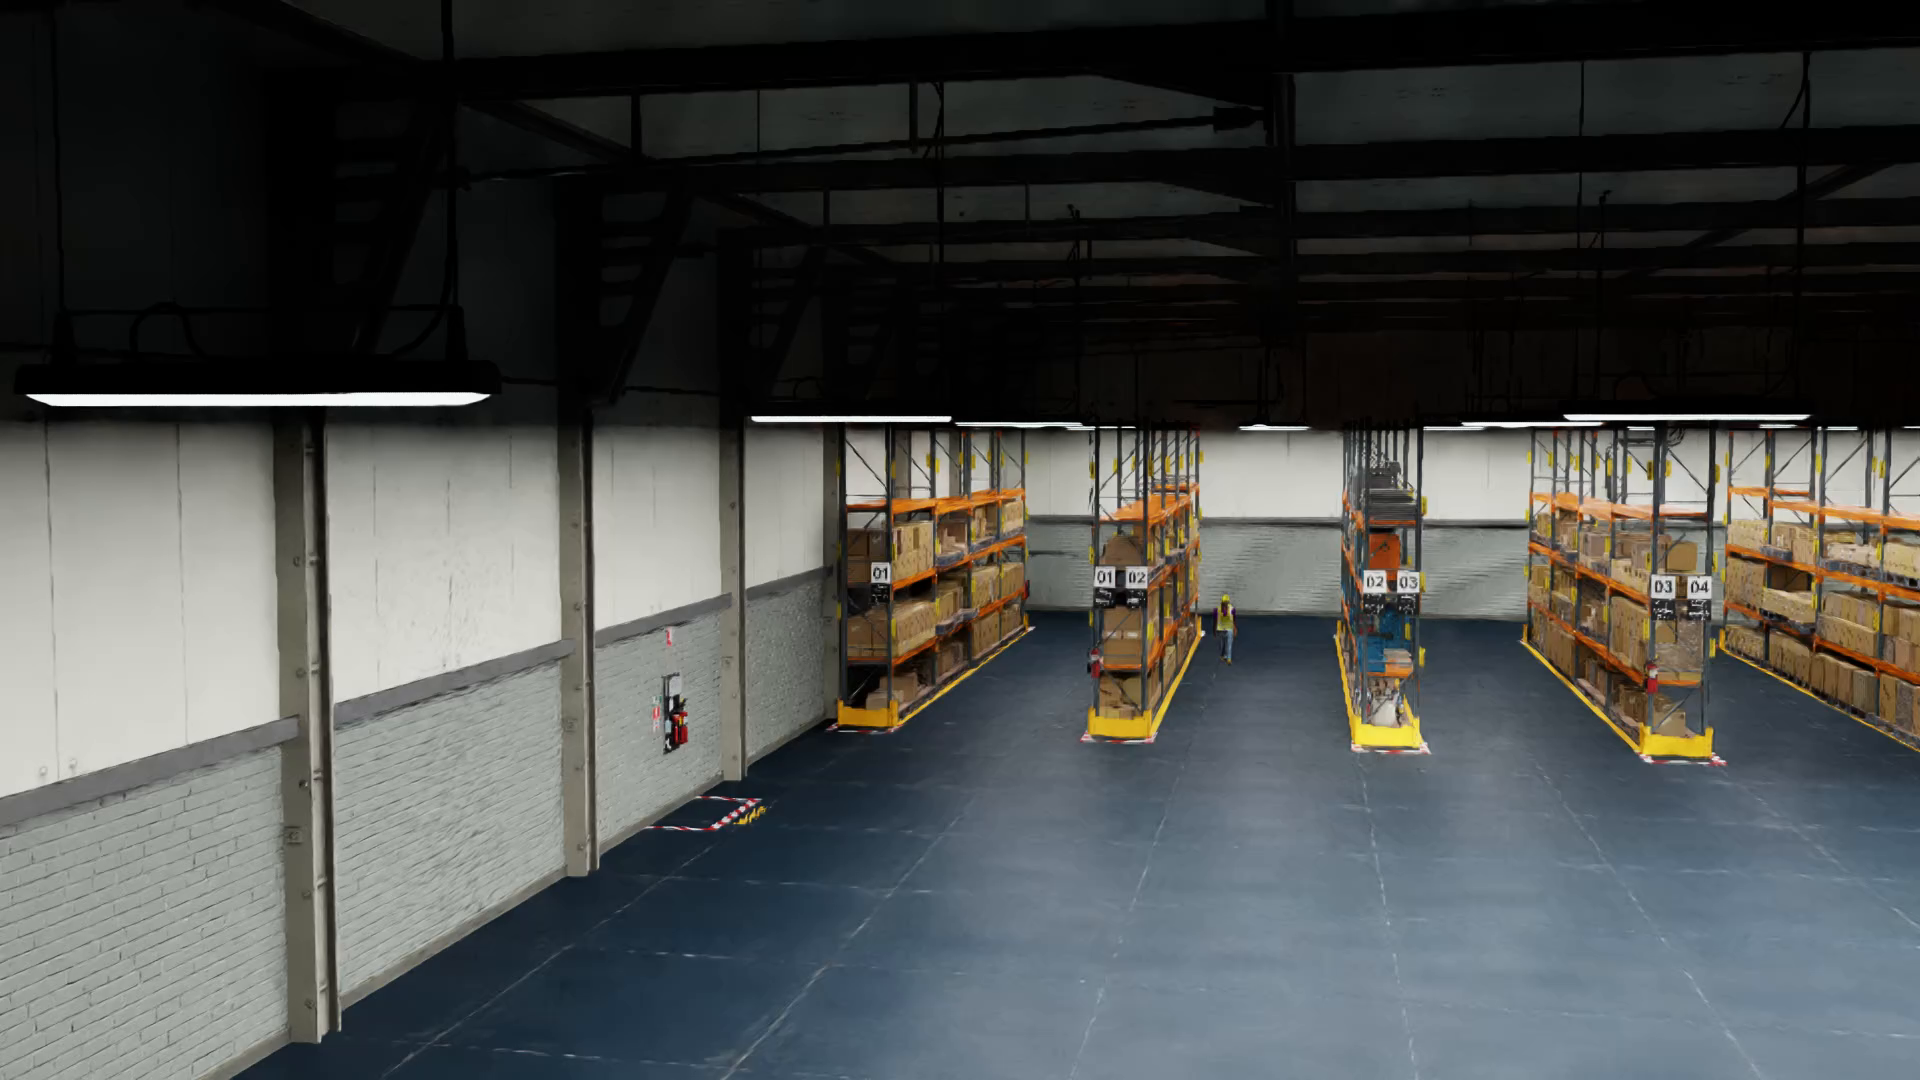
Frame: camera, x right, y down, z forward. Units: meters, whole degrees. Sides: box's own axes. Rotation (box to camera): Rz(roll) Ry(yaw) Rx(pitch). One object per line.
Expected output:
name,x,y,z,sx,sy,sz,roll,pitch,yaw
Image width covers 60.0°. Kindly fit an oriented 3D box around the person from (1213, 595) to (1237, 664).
person,6.553,2.194,41.209,0.577,1.691,1.121,1,4,14
